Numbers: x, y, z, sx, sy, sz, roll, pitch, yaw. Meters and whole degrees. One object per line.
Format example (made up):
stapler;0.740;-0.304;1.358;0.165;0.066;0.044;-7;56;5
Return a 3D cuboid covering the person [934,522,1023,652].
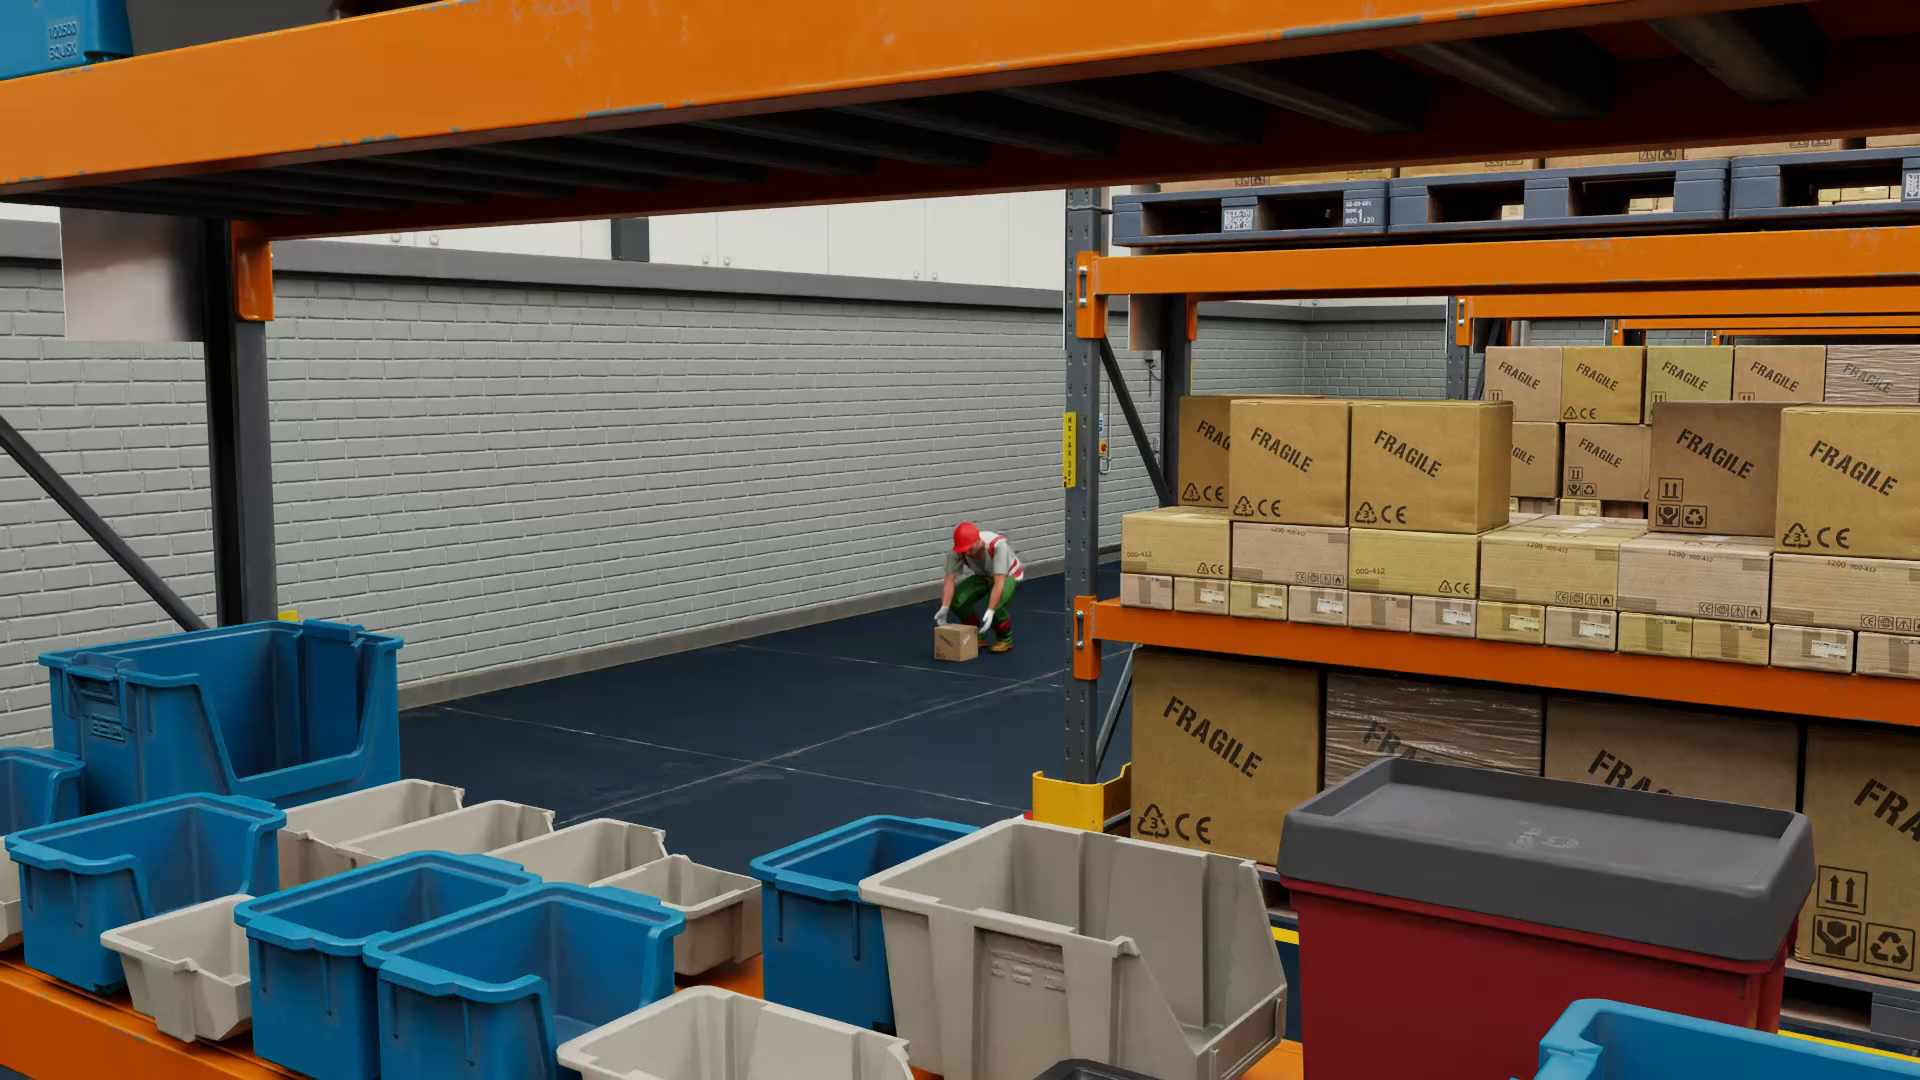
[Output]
person;0.204;0.369;13.458;0.579;1.091;0.866;4;7;33
